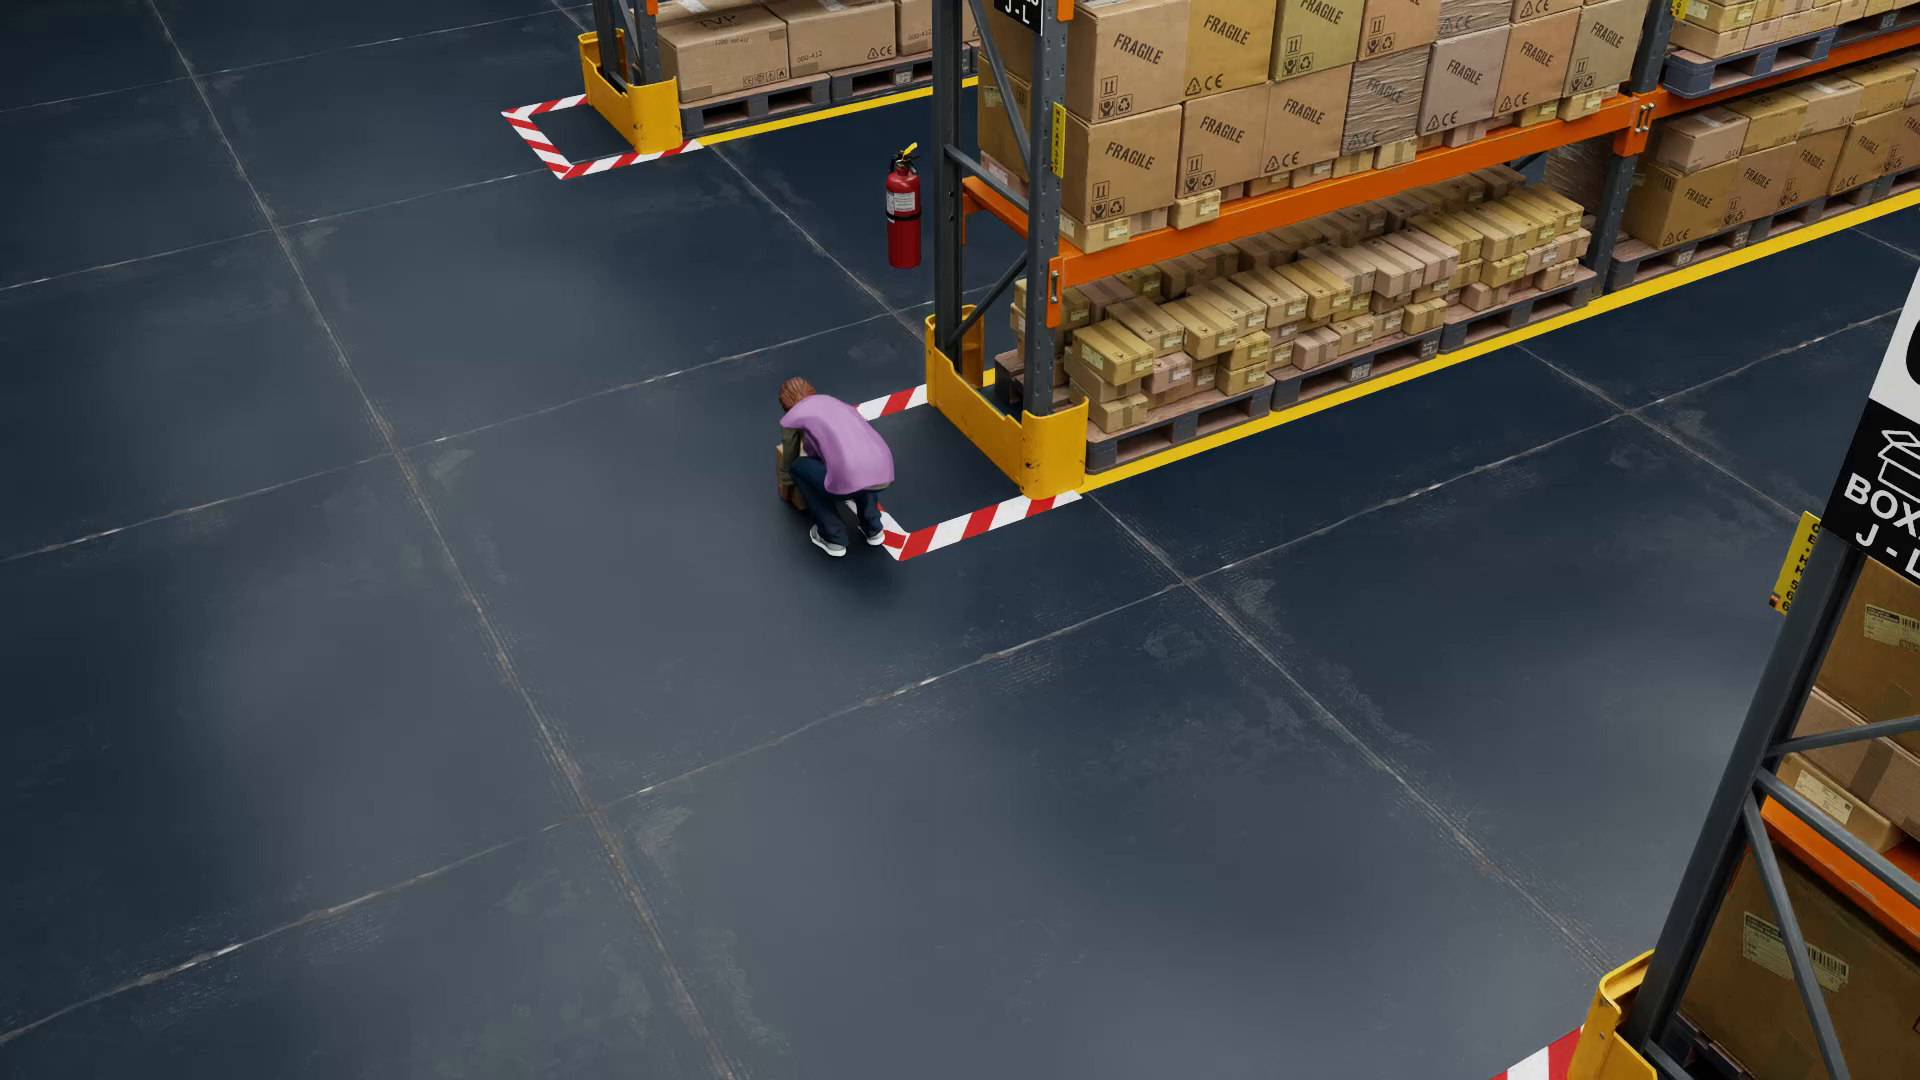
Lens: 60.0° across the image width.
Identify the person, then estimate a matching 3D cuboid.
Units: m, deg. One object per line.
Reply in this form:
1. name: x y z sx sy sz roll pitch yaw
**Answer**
1. person: -0.622 -0.346 8.156 0.420 0.712 0.868 -18 41 -22
